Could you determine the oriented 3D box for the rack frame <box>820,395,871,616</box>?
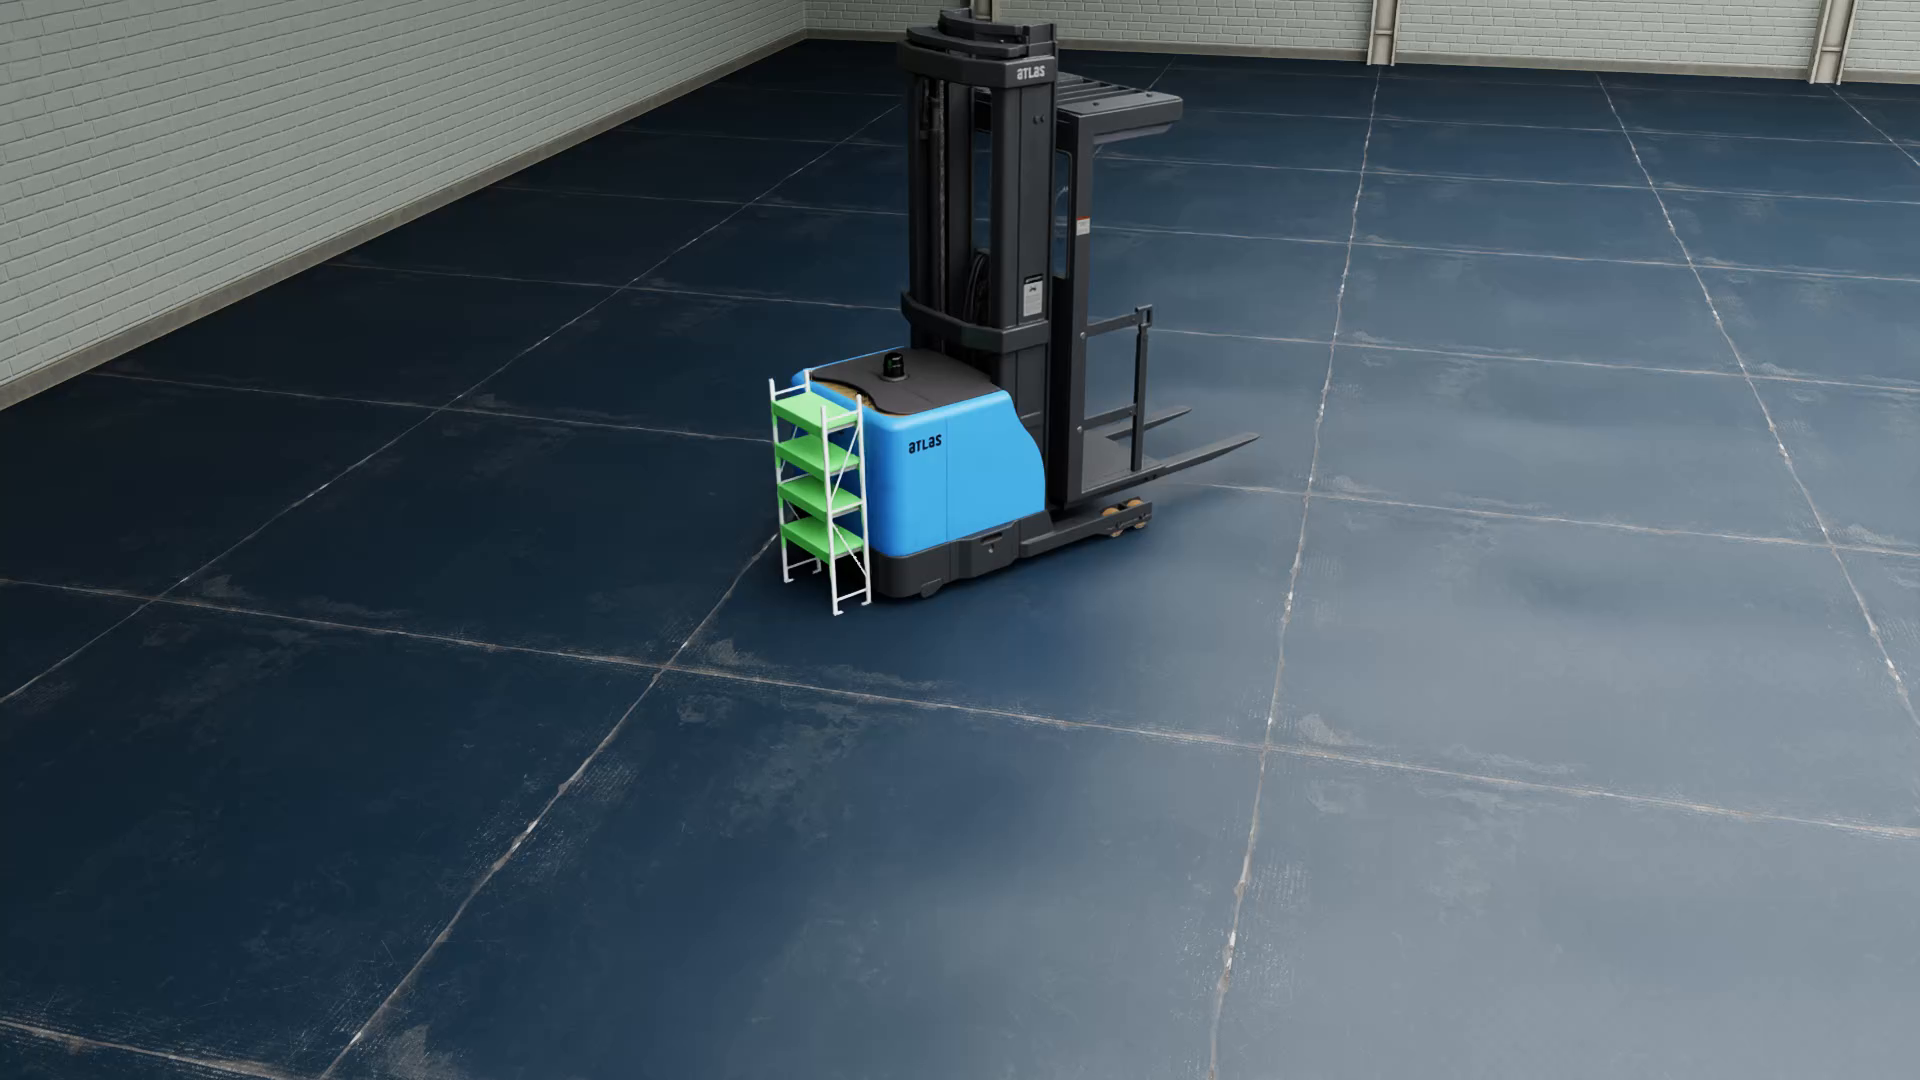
[{"bbox_3d":[-0.593,-0.170,8.703,0.240,1.200,0.015,-20,32,-33],"label":"rack frame"}]

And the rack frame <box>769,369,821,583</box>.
[{"bbox_3d":[-0.892,-0.335,9.051,0.240,1.200,0.015,-20,32,-33],"label":"rack frame"}]

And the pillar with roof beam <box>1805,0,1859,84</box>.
[{"bbox_3d":[10.934,-8.647,17.444,0.400,9.000,9.100,6,26,13],"label":"pillar with roof beam"}]

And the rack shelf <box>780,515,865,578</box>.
[{"bbox_3d":[-0.737,0.020,9.011,0.258,0.148,0.480,-20,32,-33],"label":"rack shelf"}]

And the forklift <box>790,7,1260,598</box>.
[{"bbox_3d":[0.522,-1.505,9.502,3.031,2.935,1.130,-18,31,-34],"label":"forklift"}]

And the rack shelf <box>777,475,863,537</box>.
[{"bbox_3d":[-0.741,-0.195,8.905,0.258,0.148,0.480,-20,32,-33],"label":"rack shelf"}]

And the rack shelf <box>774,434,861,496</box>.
[{"bbox_3d":[-0.746,-0.410,8.799,0.258,0.148,0.480,-20,32,-33],"label":"rack shelf"}]

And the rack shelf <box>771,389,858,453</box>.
[{"bbox_3d":[-0.751,-0.625,8.692,0.258,0.148,0.480,-20,32,-33],"label":"rack shelf"}]

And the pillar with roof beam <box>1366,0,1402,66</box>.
[{"bbox_3d":[5.123,-9.290,18.794,0.400,9.000,9.100,6,26,13],"label":"pillar with roof beam"}]

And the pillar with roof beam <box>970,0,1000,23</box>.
[{"bbox_3d":[-0.688,-9.932,20.143,0.400,9.000,9.100,6,26,13],"label":"pillar with roof beam"}]

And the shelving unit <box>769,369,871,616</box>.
[{"bbox_3d":[-0.743,-0.252,8.877,0.258,1.200,0.503,-20,32,-33],"label":"shelving unit"}]
